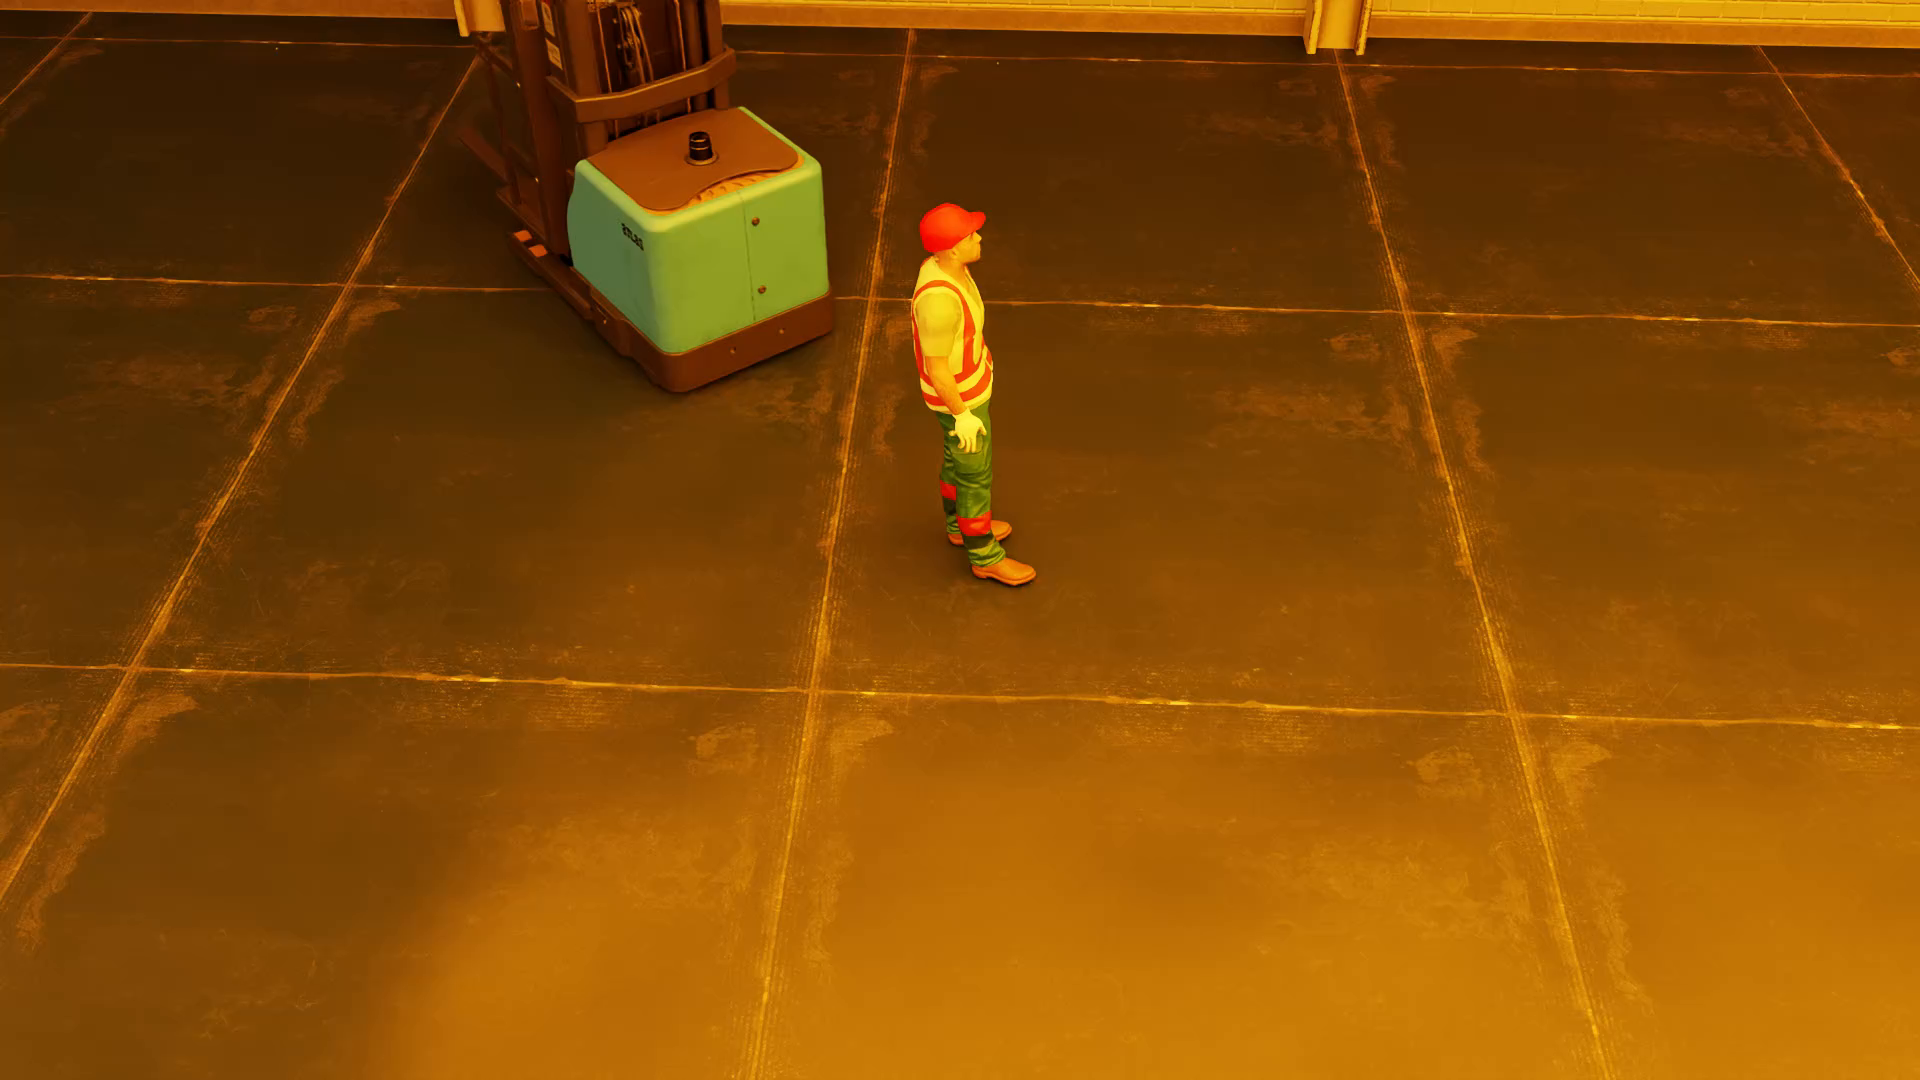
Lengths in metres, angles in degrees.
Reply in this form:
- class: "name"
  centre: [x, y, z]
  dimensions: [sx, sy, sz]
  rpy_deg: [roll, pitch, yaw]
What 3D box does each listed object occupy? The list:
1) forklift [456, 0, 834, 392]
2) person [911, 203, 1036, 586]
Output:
- class: "forklift"
  centre: [-1.974, -2.796, 8.805]
  dimensions: [1.130, 2.935, 3.031]
  rpy_deg: [-27, 49, -26]
- class: "person"
  centre: [0.079, -0.655, 7.297]
  dimensions: [0.564, 1.787, 0.638]
  rpy_deg: [2, 42, 2]
